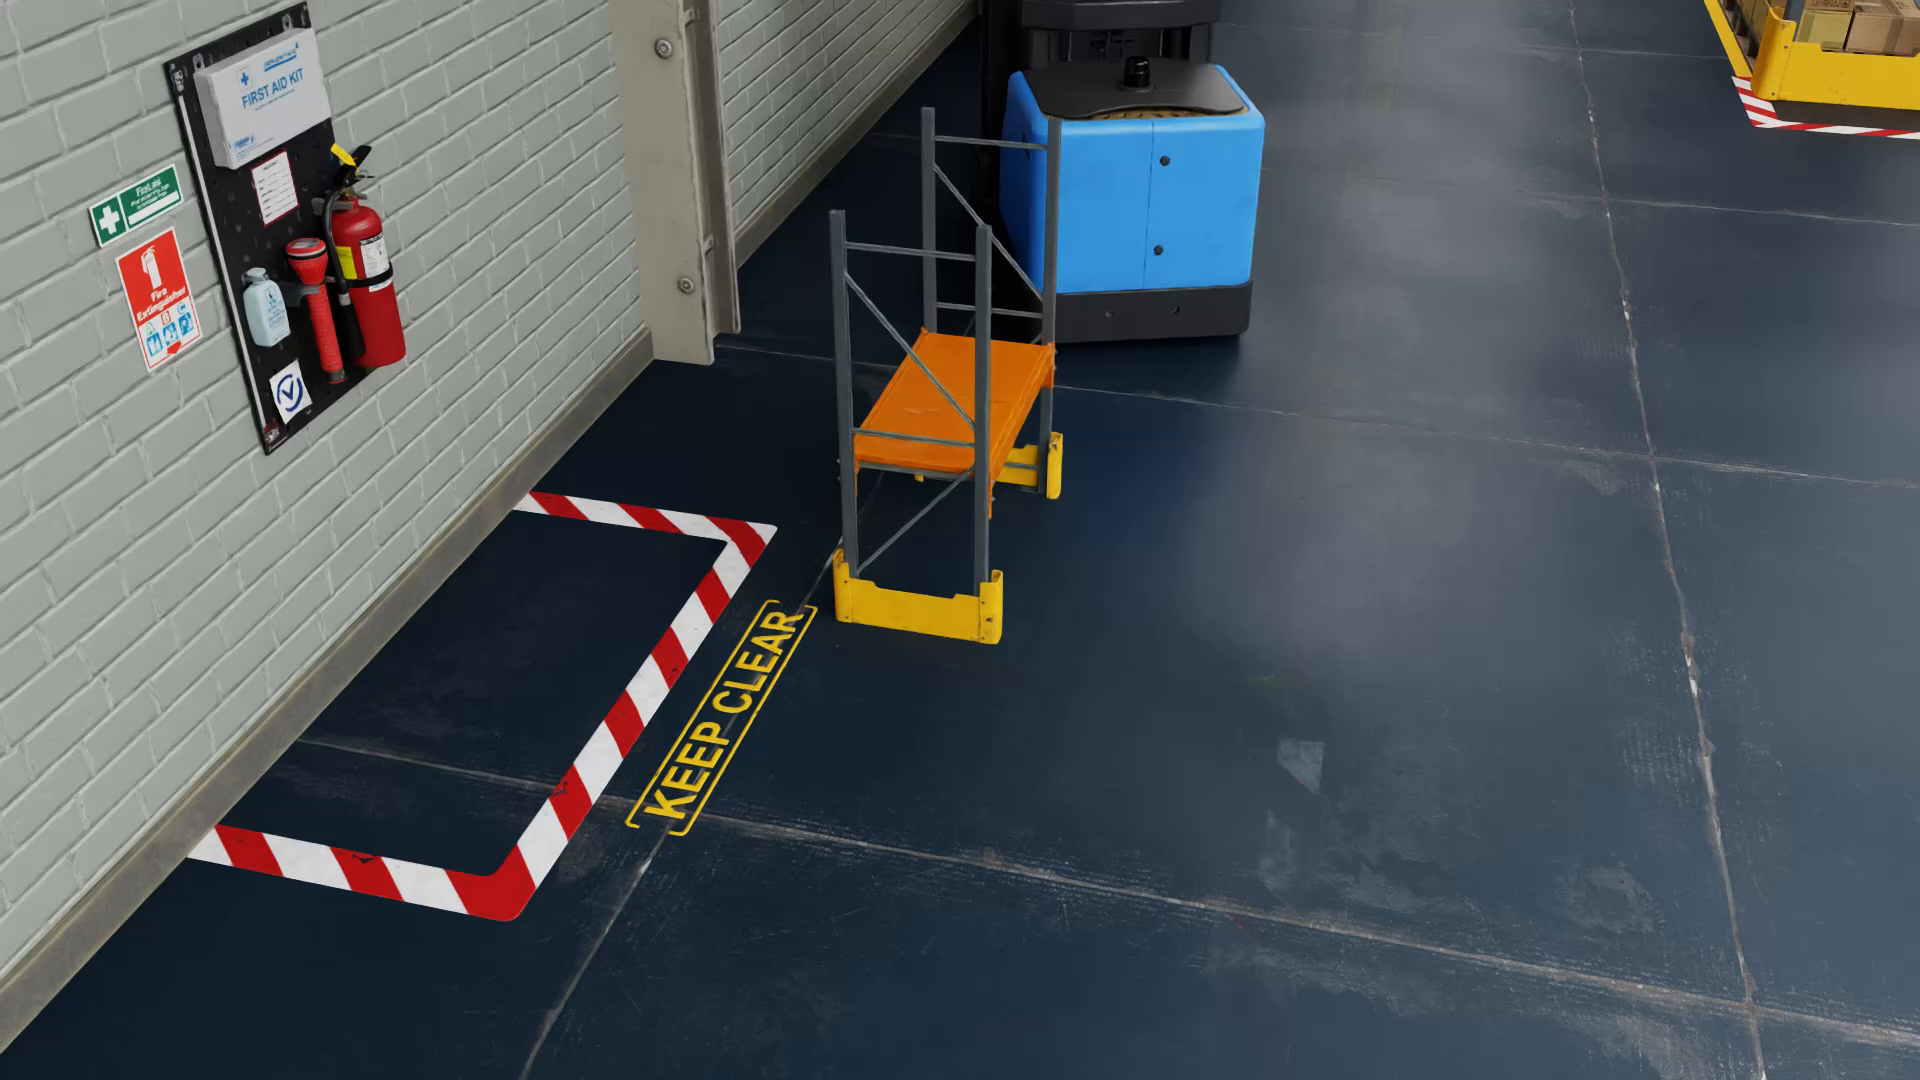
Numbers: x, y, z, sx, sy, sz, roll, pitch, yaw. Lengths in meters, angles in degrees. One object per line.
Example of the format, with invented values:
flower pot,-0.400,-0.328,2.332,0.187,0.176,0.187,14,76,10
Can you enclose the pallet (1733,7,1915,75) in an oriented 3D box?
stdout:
pallet,5.903,-3.361,11.341,1.003,0.211,1.213,8,33,12

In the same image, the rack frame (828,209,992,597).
rack frame,-0.151,-0.325,5.363,0.500,1.500,0.032,8,33,12

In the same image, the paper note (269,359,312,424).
paper note,-2.000,-0.444,4.974,0.016,0.148,0.142,8,33,12

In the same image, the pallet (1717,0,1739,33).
pallet,6.215,-3.993,12.334,1.003,0.211,1.213,8,33,12

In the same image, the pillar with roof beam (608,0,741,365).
pillar with roof beam,2.939,-4.121,4.345,9.100,9.000,0.400,8,33,12

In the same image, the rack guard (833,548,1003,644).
rack guard,-0.146,0.192,5.714,0.587,0.250,0.087,8,33,12

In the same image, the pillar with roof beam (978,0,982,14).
pillar with roof beam,4.462,-7.235,9.243,9.100,9.000,0.400,8,33,12

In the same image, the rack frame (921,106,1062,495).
rack frame,0.107,-0.852,6.193,0.500,1.500,0.032,8,33,12

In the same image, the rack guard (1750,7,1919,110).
rack guard,5.743,-3.068,10.611,1.175,0.500,0.348,8,33,12

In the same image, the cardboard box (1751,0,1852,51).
cardboard box,5.600,-3.471,11.086,0.500,0.250,0.500,8,33,12

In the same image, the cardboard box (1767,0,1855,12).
cardboard box,5.598,-3.788,10.885,0.500,0.500,0.500,8,33,12

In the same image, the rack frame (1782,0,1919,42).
rack frame,5.750,-4.136,9.959,1.000,3.000,0.127,8,33,12

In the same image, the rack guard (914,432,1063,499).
rack guard,0.107,-0.324,6.527,0.587,0.250,0.087,8,33,12

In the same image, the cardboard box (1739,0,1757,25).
cardboard box,5.715,-3.732,11.496,0.500,0.250,0.500,8,33,12

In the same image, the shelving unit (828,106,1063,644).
shelving unit,-0.019,-0.593,5.785,0.587,1.500,1.083,8,33,12

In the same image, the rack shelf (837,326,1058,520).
rack shelf,-0.022,-0.437,5.874,0.538,0.185,1.000,8,33,12

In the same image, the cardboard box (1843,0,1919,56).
cardboard box,6.101,-3.401,10.975,0.500,0.250,0.500,8,33,12

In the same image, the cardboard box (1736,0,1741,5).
cardboard box,5.840,-3.992,11.905,0.500,0.250,0.500,8,33,12

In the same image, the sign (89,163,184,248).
sign,-2.119,-0.865,4.288,0.001,0.109,0.331,8,33,12

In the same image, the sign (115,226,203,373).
sign,-2.129,-0.641,4.428,0.001,0.329,0.234,8,33,12

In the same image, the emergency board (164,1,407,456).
emergency board,-1.889,-0.898,4.867,0.194,1.169,0.643,8,33,12

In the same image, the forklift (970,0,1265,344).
forklift,0.652,-2.894,8.070,1.130,2.935,3.031,-3,33,-5
